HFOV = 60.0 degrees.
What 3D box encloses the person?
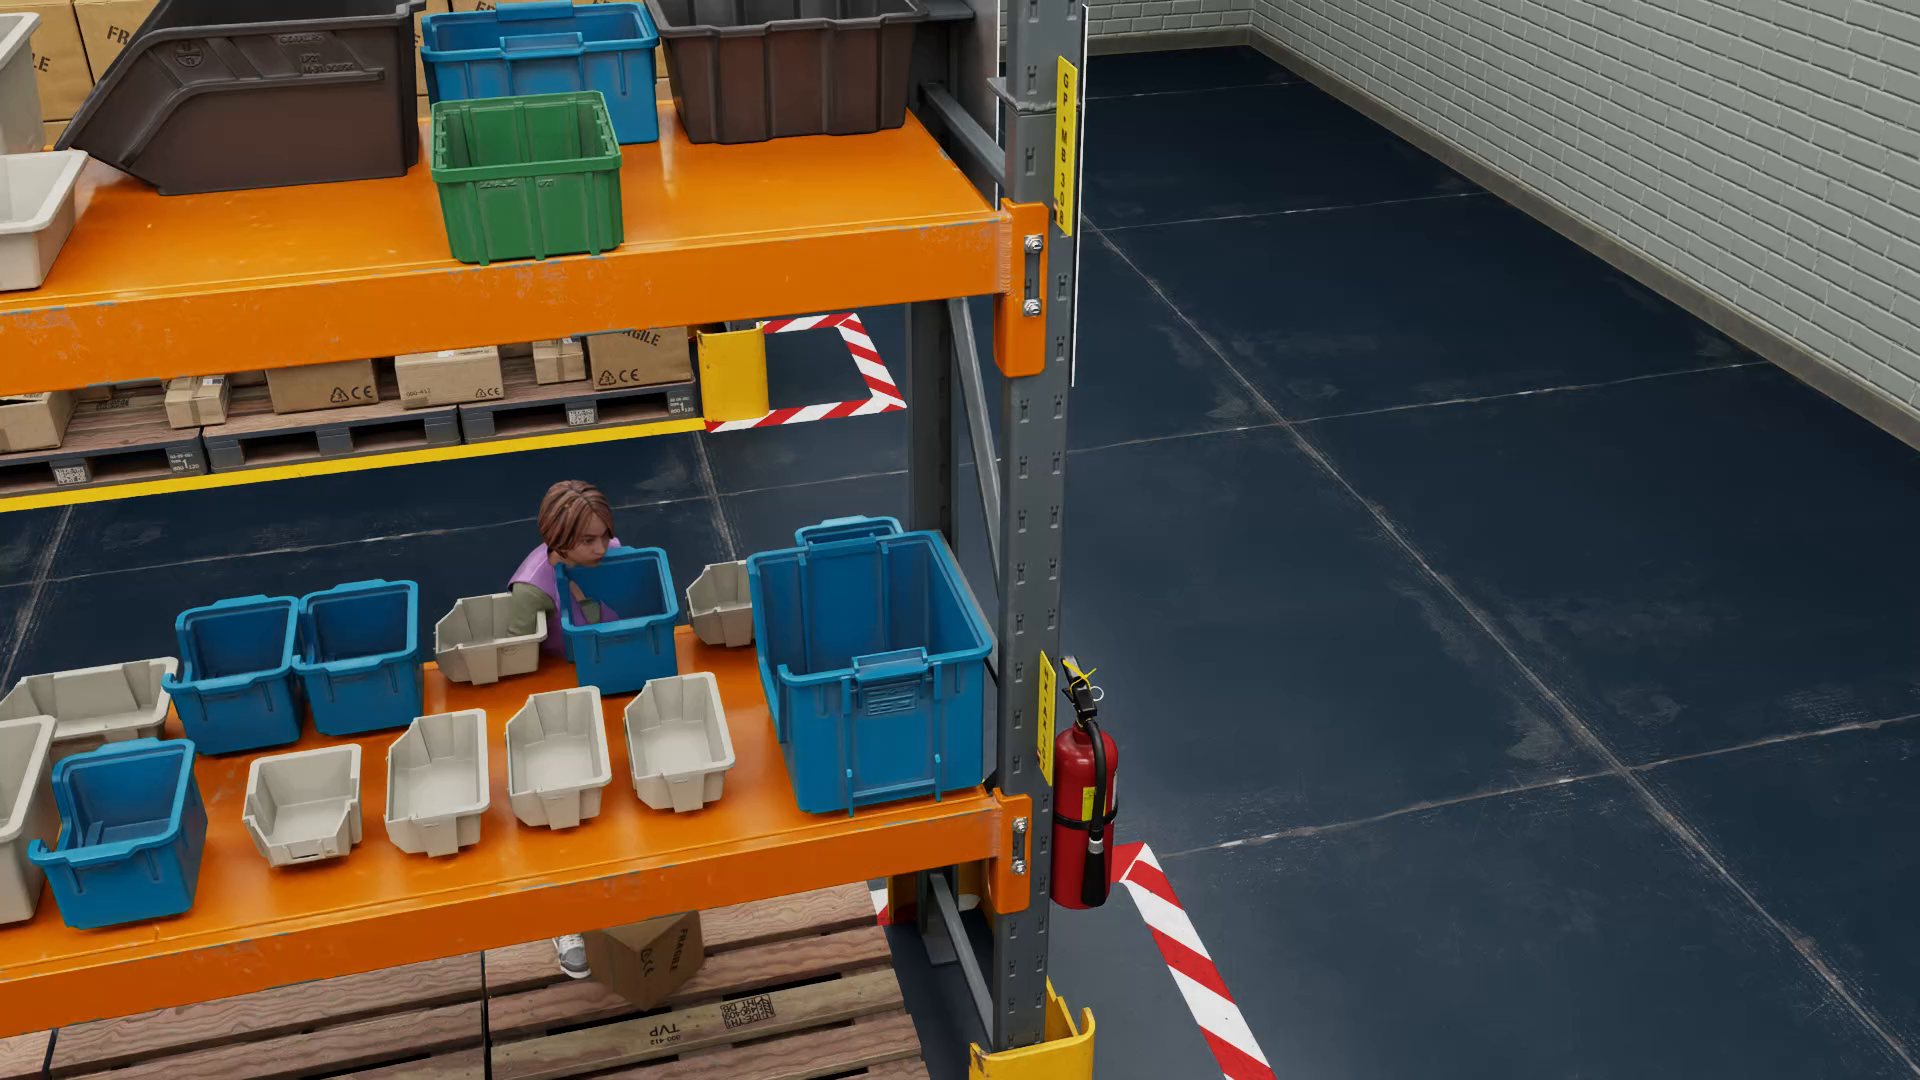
[{"bbox_3d":[-1.097,0.523,4.856,0.347,1.589,0.482,26,40,37],"label":"person"}]
